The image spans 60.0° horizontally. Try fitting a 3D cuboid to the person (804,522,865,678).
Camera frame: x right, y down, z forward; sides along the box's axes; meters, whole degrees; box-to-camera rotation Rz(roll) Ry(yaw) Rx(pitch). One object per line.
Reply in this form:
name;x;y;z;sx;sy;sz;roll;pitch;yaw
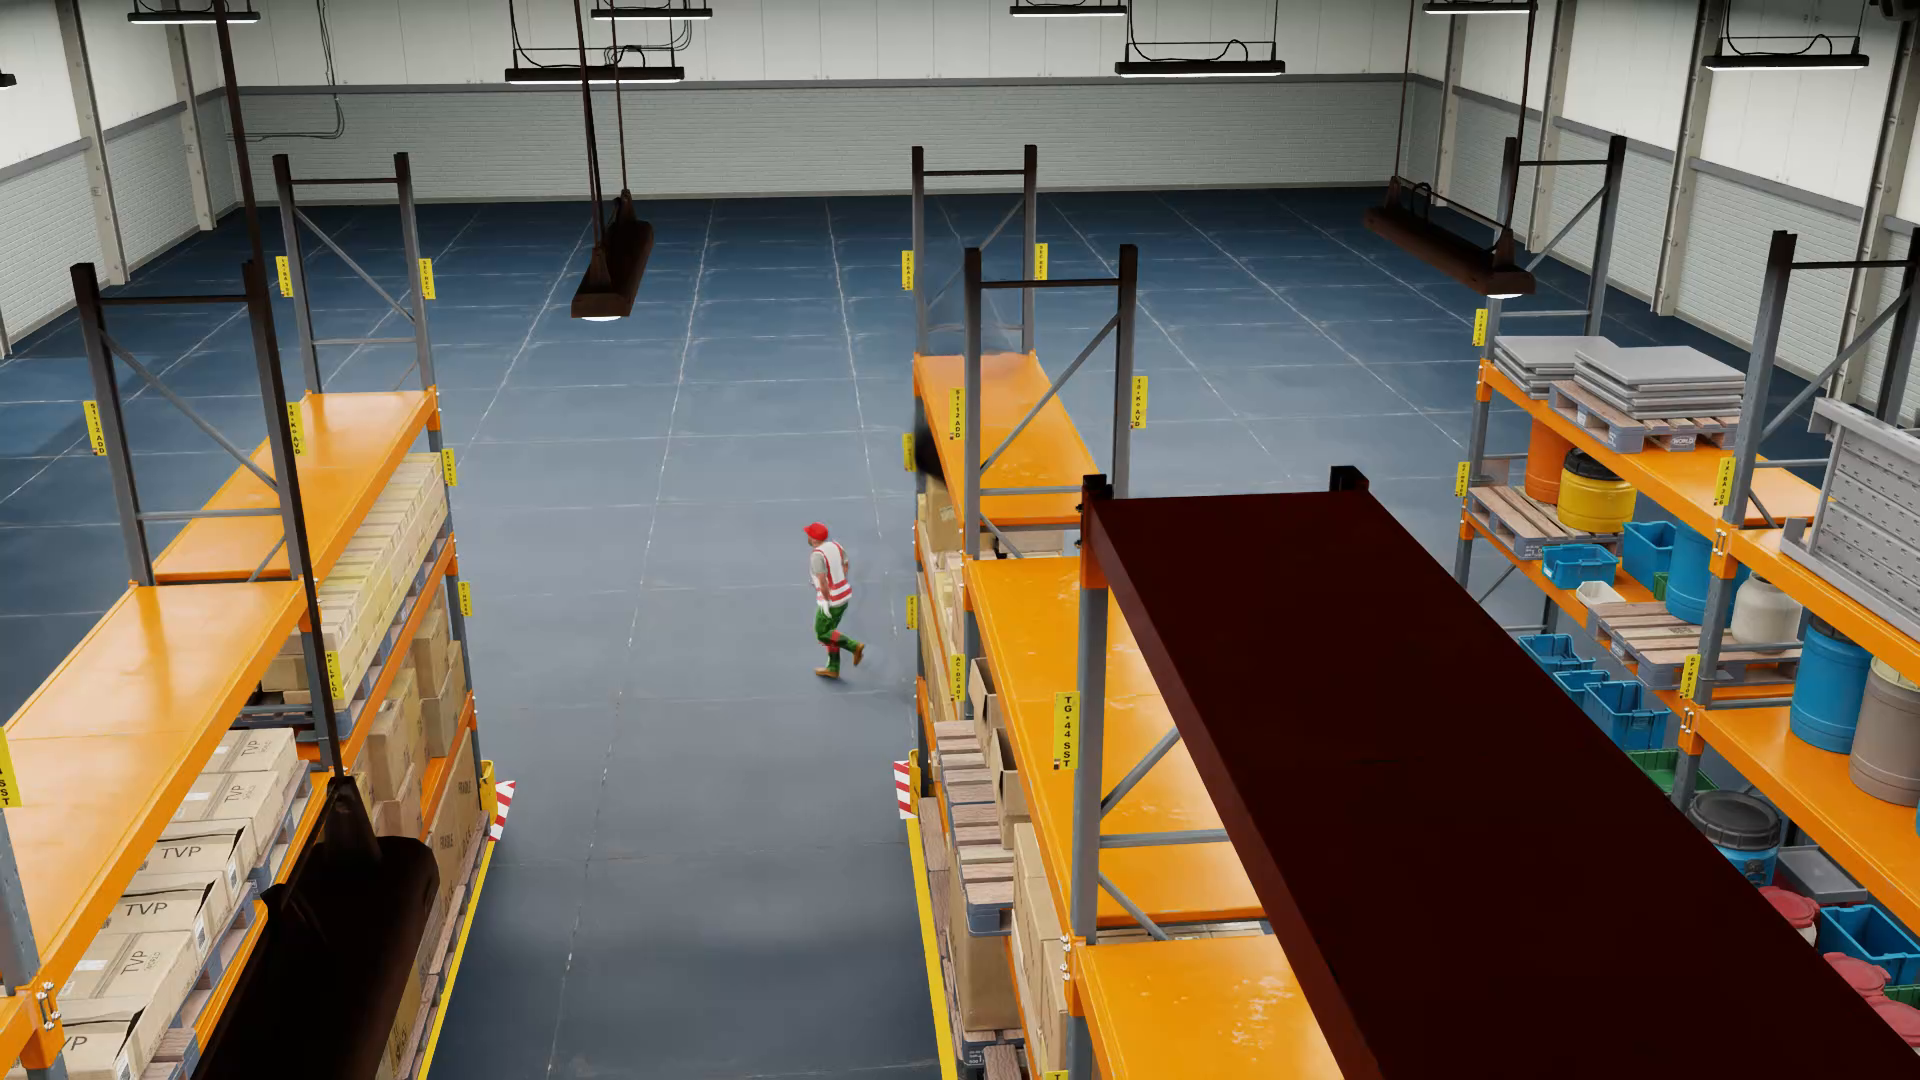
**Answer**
person;-1.325;0.656;17.656;0.768;1.730;0.635;14;25;31
